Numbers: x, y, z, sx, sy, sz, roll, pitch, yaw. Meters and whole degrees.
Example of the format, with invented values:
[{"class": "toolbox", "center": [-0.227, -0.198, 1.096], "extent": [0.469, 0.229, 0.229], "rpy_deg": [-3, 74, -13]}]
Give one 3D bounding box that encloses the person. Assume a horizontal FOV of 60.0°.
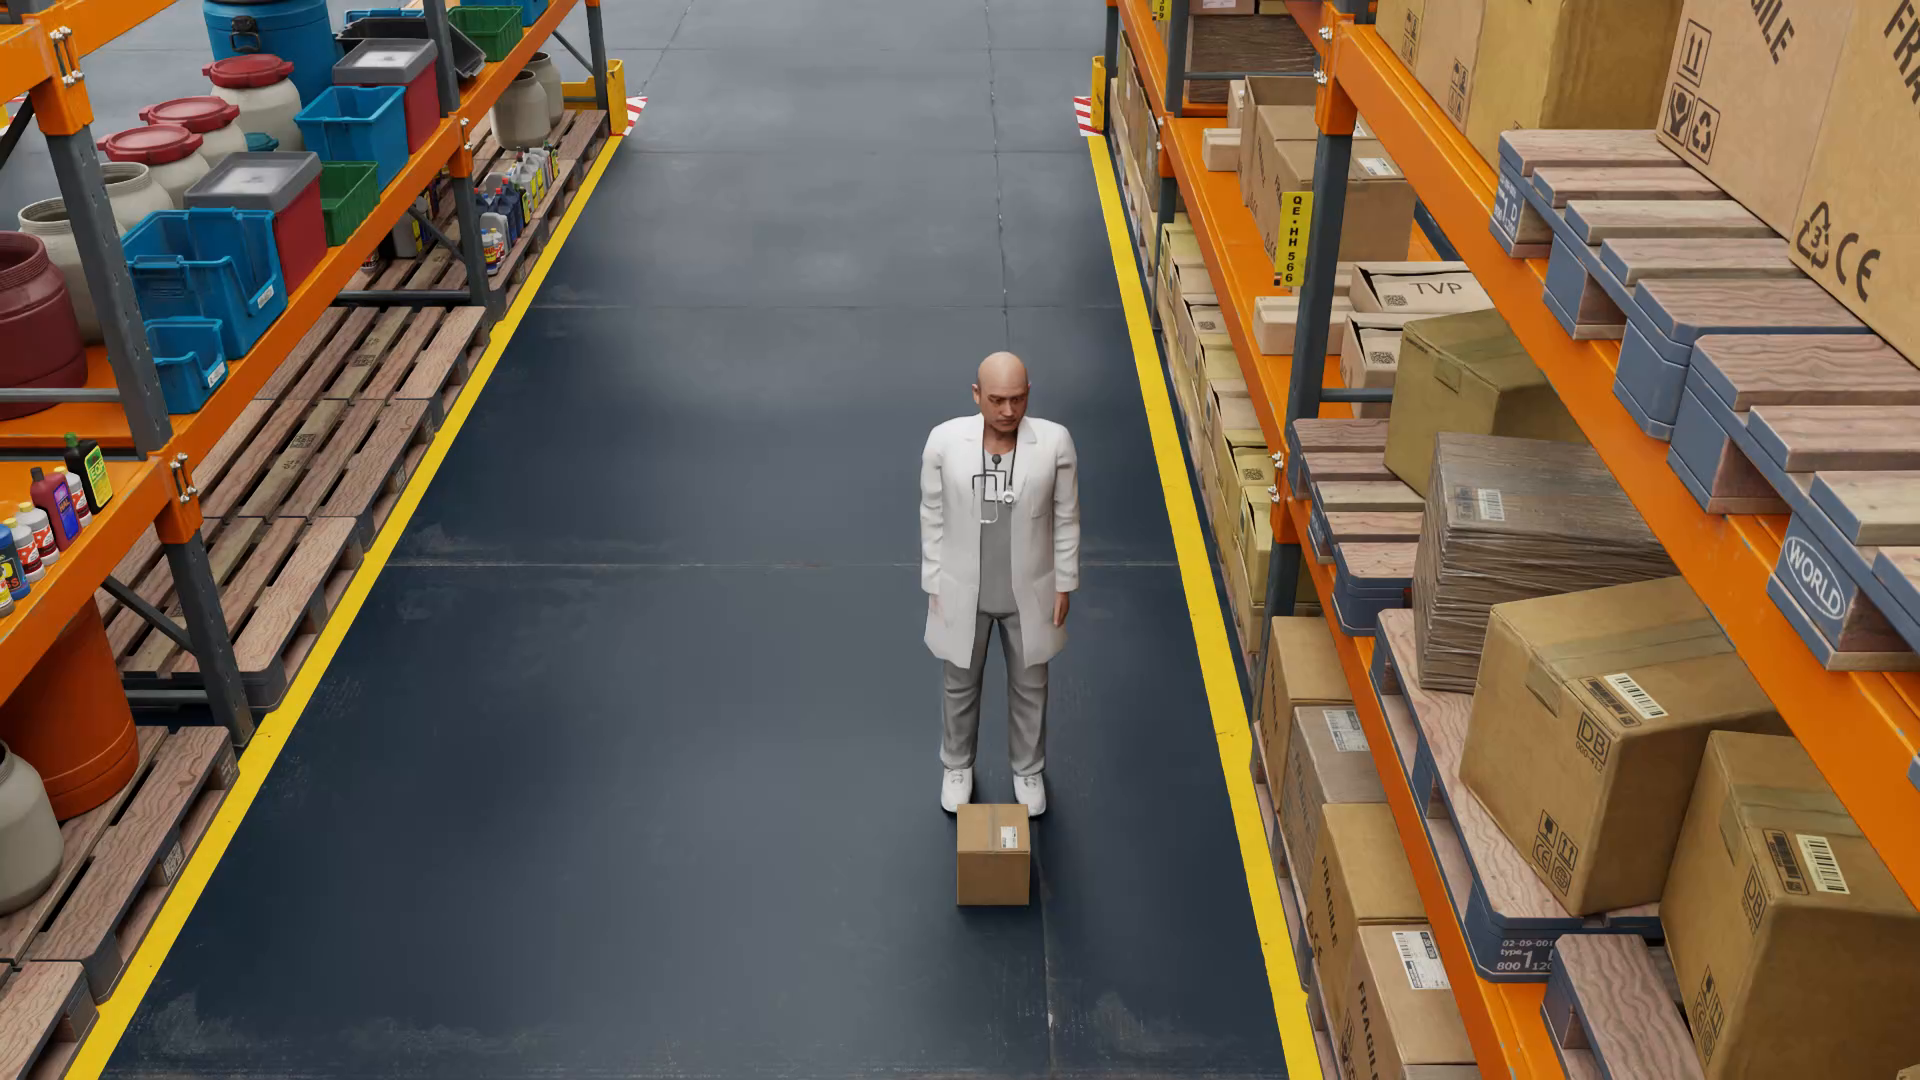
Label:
[{"class": "person", "center": [0.141, 0.180, 5.851], "extent": [0.561, 1.780, 0.385], "rpy_deg": [1, 31, 1]}]
